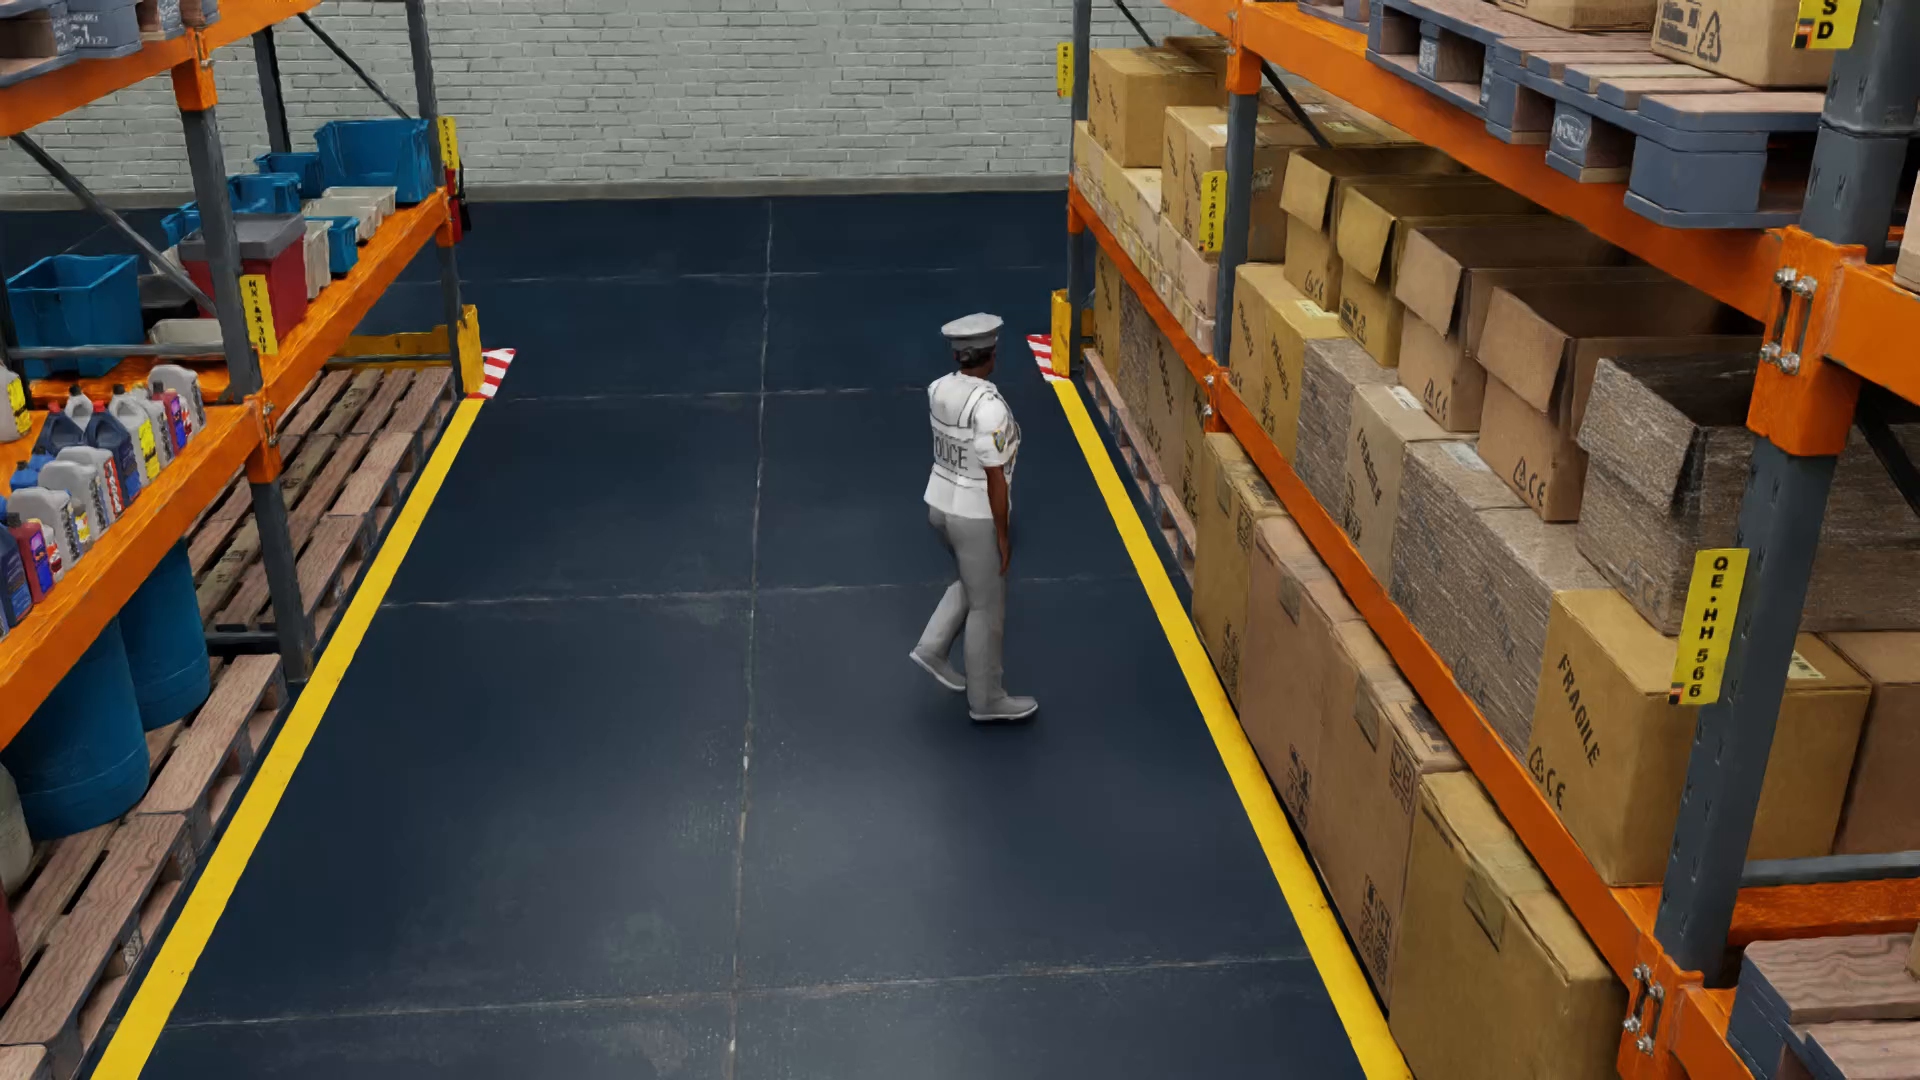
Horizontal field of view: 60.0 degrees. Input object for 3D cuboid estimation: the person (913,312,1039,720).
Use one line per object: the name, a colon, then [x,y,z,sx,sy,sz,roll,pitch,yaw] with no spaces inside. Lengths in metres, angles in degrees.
person: [0.054,-0.085,6.765,0.437,1.648,0.557,-14,27,-29]
